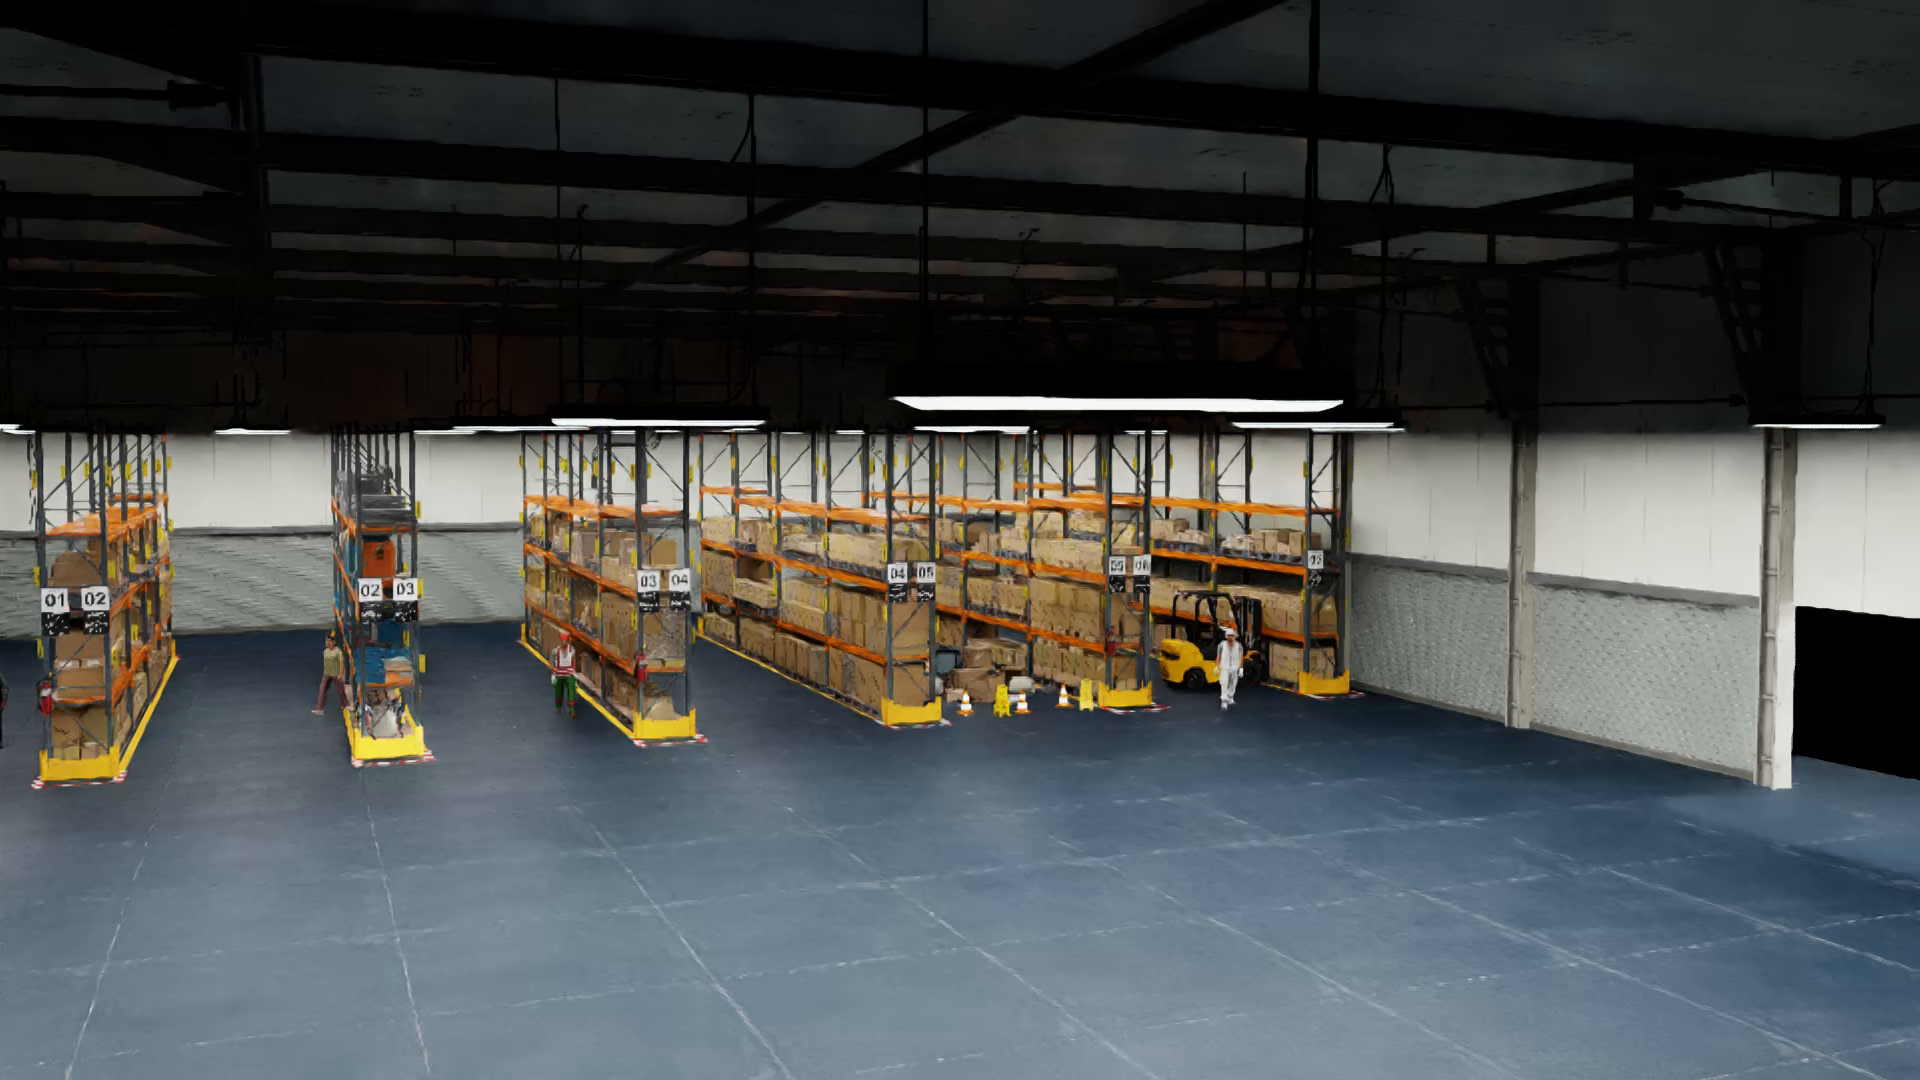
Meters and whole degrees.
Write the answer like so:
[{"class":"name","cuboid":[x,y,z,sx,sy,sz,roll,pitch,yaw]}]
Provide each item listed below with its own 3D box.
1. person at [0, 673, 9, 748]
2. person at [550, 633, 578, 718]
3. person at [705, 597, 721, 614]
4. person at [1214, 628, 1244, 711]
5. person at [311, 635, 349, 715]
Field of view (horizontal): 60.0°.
[{"class":"person","cuboid":[-17.719,2.999,30.316,0.677,1.671,0.534,-2,4,-24]},{"class":"person","cuboid":[-8.061,2.737,33.856,0.553,1.709,1.123,-1,4,-20]},{"class":"person","cuboid":[-7.523,1.680,50.622,0.610,1.772,0.551,1,4,14]},{"class":"person","cuboid":[5.638,2.690,34.800,0.594,1.739,0.986,0,4,-1]},{"class":"person","cuboid":[-12.921,2.767,34.209,0.488,1.622,0.937,0,4,6]}]
